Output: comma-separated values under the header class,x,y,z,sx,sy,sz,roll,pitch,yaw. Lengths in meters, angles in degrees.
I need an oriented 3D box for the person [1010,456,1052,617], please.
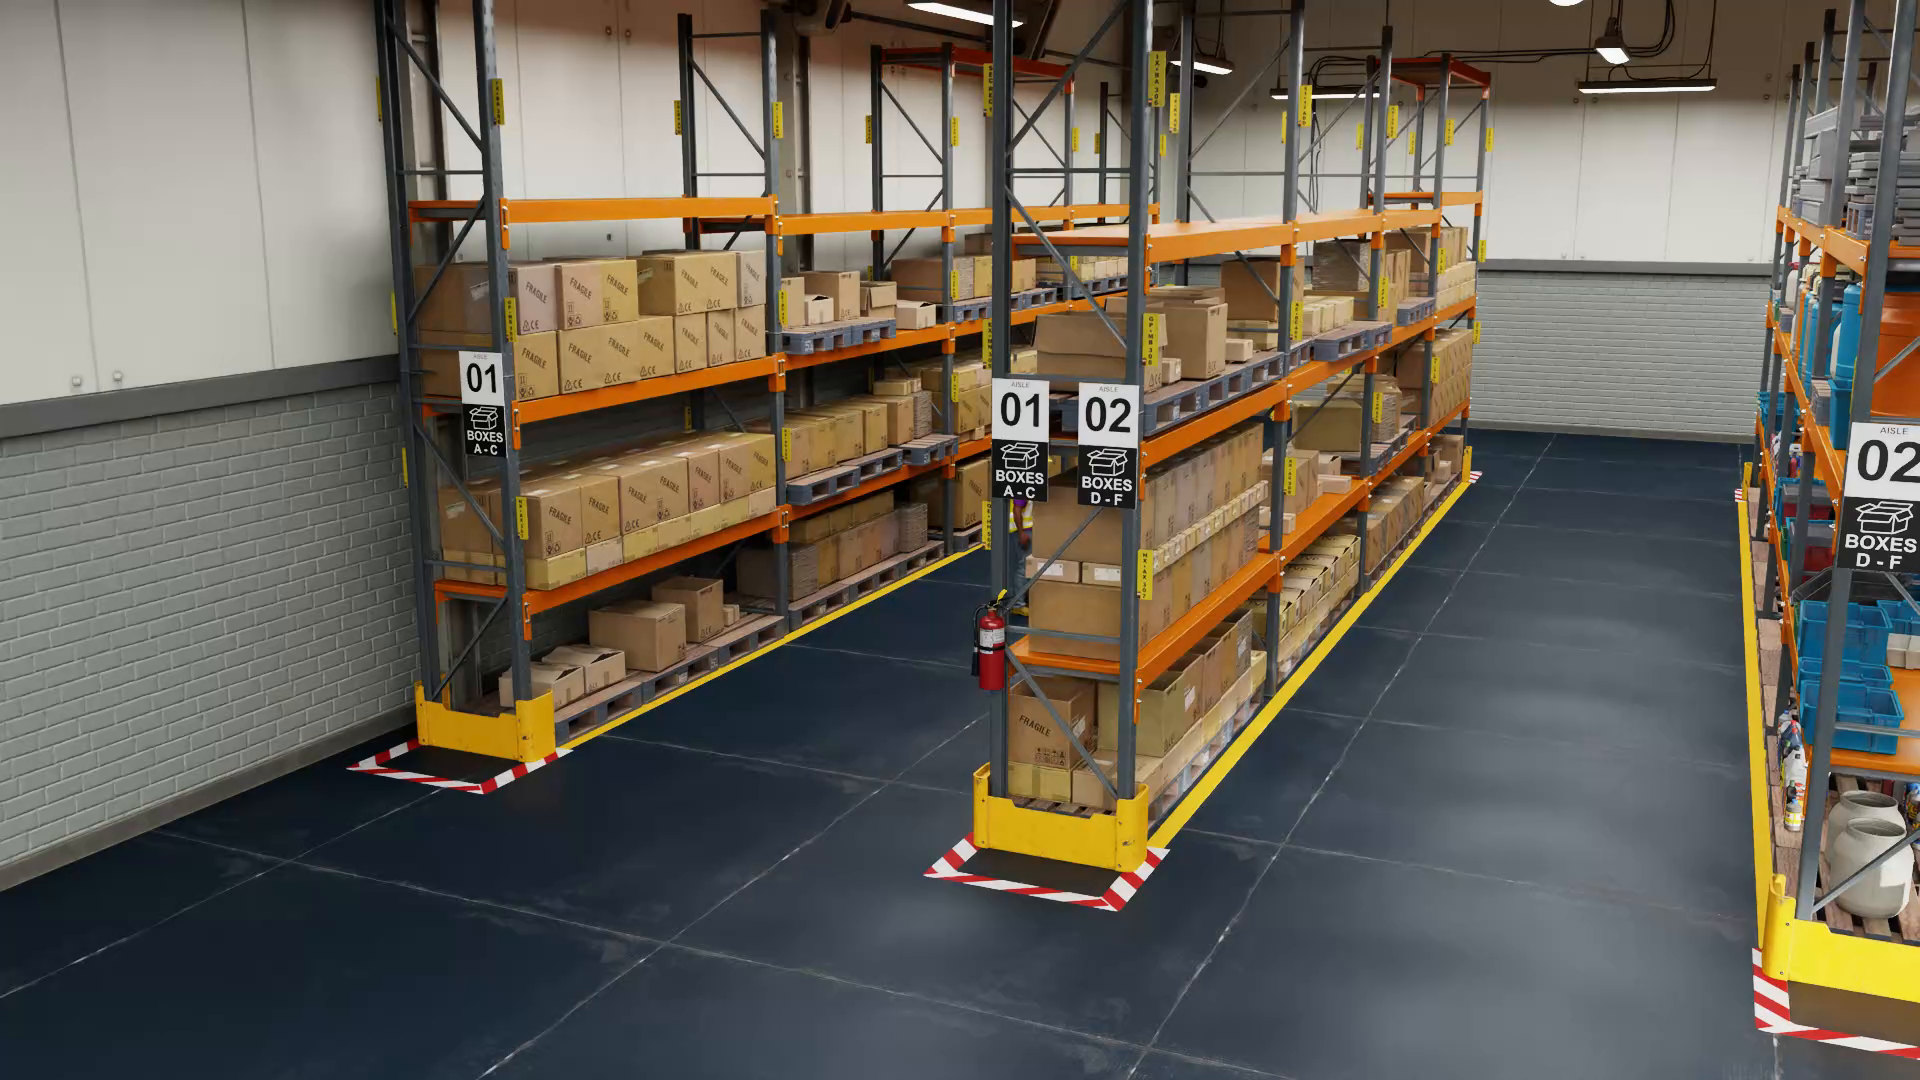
class,x,y,z,sx,sy,sz,roll,pitch,yaw
person,0.733,-0.110,17.445,0.460,1.755,0.629,5,13,20
